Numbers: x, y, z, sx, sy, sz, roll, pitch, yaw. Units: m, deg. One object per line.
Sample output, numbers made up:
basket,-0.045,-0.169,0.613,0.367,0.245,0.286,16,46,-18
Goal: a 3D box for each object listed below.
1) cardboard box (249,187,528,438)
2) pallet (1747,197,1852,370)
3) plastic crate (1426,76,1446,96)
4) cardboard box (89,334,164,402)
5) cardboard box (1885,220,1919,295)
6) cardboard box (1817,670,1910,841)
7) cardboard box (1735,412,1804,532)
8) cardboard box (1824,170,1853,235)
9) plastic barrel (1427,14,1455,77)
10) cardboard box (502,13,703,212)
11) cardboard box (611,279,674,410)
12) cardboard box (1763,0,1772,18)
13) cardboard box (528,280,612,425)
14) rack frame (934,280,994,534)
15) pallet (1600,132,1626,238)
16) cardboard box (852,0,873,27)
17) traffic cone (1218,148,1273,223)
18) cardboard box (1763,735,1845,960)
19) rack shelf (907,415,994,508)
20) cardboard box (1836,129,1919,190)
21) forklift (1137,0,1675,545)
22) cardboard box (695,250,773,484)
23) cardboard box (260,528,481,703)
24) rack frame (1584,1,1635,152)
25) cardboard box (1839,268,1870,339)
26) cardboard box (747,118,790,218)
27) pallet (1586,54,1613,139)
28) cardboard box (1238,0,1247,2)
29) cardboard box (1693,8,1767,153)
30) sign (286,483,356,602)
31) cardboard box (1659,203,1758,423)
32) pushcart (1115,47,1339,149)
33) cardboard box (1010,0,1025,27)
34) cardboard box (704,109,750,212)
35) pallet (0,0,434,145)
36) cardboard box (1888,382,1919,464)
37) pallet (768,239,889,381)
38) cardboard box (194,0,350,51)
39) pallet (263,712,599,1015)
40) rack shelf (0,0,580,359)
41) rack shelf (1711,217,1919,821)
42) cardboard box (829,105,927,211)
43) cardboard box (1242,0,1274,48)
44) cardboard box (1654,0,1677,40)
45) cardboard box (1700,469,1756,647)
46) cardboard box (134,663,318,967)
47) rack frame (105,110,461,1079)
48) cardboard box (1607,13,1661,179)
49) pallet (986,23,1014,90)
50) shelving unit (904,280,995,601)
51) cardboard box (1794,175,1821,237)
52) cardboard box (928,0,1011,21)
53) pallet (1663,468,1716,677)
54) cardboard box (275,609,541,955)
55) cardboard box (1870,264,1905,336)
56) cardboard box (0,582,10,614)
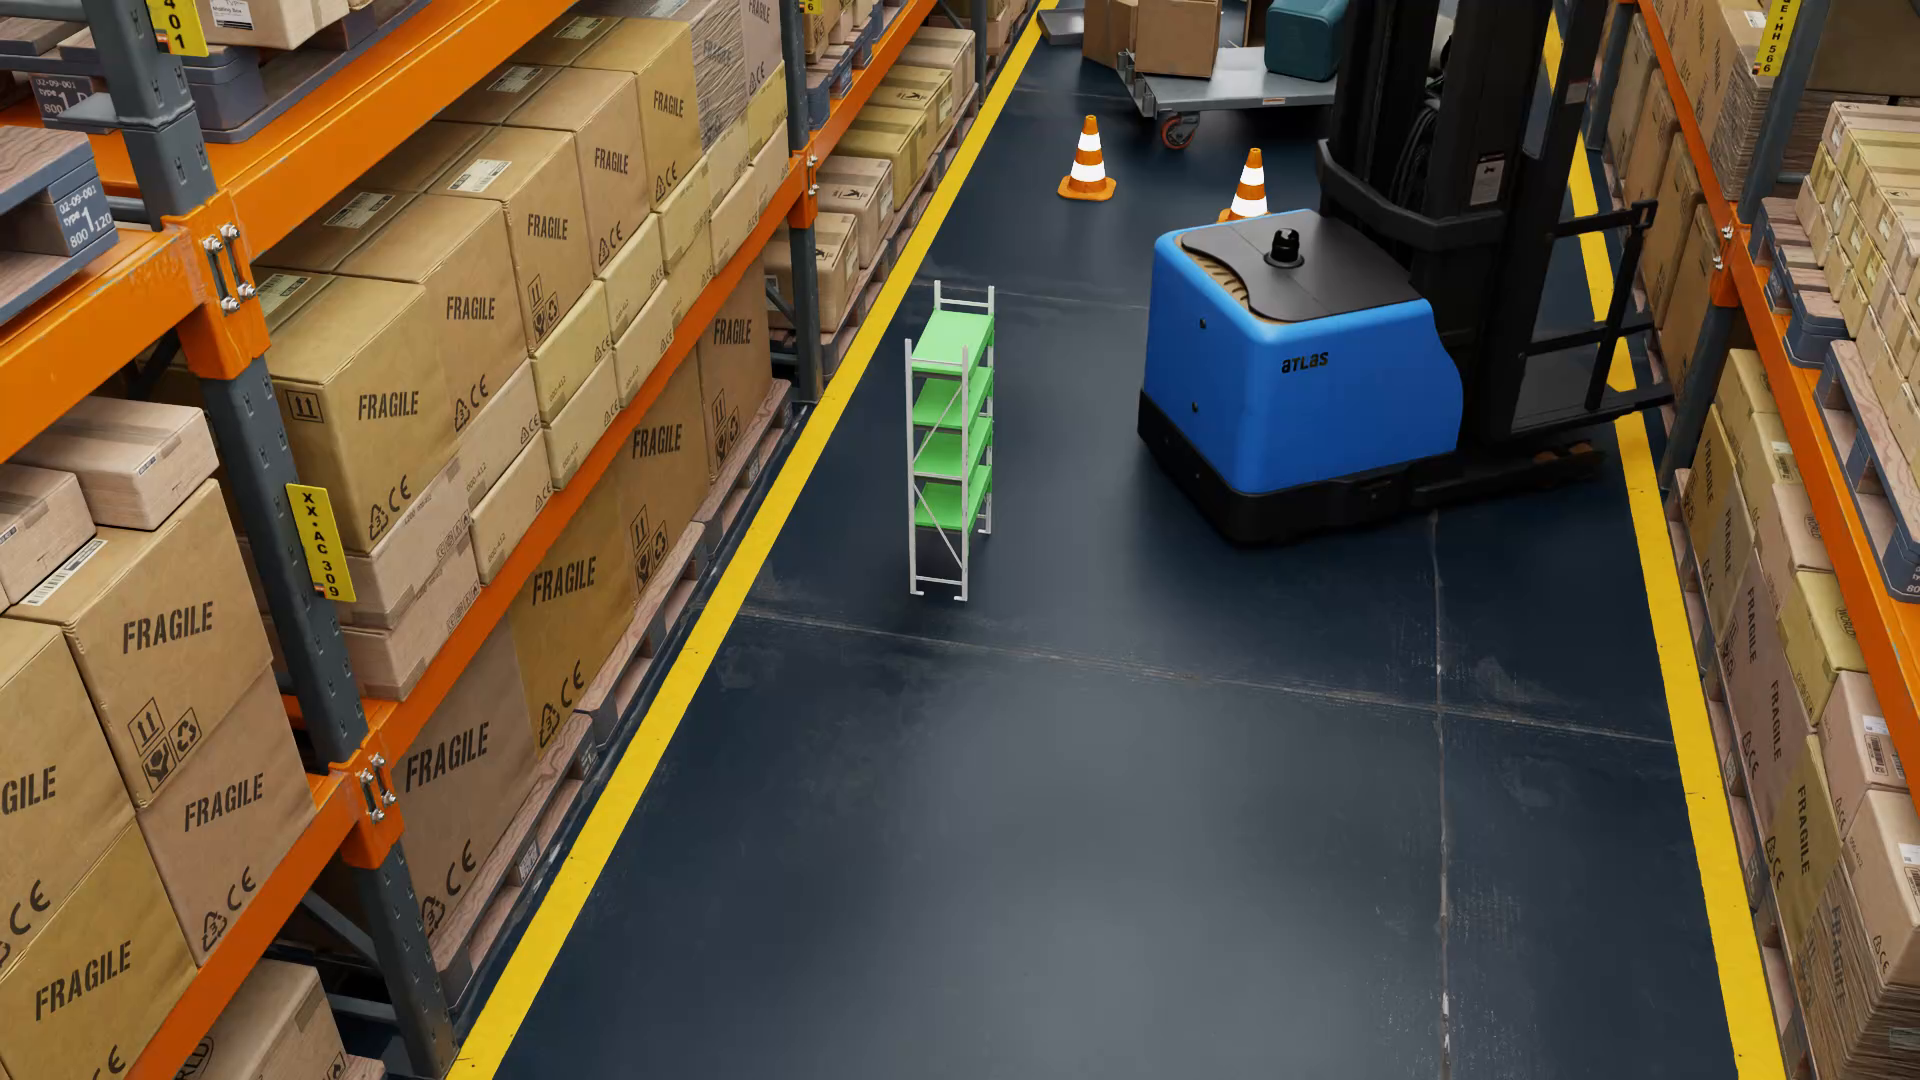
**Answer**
cardboard box,-1.574,-0.633,4.630,0.500,0.500,0.500,7,37,10
pallet,3.634,-0.907,6.109,1.213,0.211,1.003,7,37,10
plastic crate,3.293,-2.848,10.971,0.450,0.188,0.662,36,48,26
cardboard box,-2.180,-0.409,4.321,0.500,0.500,0.500,8,37,11
cardboard box,3.169,-0.874,5.249,0.380,0.149,0.250,9,37,12
cardboard box,2.862,0.673,4.898,0.500,0.250,0.500,9,37,12
cardboard box,3.190,-0.213,6.120,0.500,0.250,0.500,7,37,9
cardboard box,3.326,-1.188,5.935,0.380,0.149,0.250,9,37,12
plastic barrel,3.280,-3.499,11.718,0.421,0.421,0.512,-24,42,-30
cardboard box,-1.245,-1.506,5.835,0.500,0.500,0.500,7,37,10
cardboard box,-1.328,-0.709,5.799,0.500,0.250,0.500,7,36,9
cardboard box,3.894,-2.398,7.066,0.700,0.500,0.500,7,36,9
cardboard box,-1.443,-0.623,5.255,0.500,0.250,0.500,8,37,11
rack frame,0.017,-0.531,6.960,0.240,1.200,0.015,7,37,10
pallet,4.445,-2.119,9.994,1.003,0.211,1.213,7,37,10
cardboard box,-0.649,-2.665,8.227,0.380,0.149,0.250,8,37,10
traffic cone,1.697,-2.057,9.694,0.336,0.463,0.334,7,37,10
cardboard box,2.849,0.979,5.116,0.500,0.500,0.500,6,36,9
rack shelf,-0.035,-0.339,6.804,0.258,0.148,0.480,7,37,10
cardboard box,3.339,-1.321,5.866,0.380,0.149,0.250,6,36,9
forklift,2.407,-1.700,7.098,3.031,2.935,1.130,-12,38,-17
cardboard box,-1.404,-0.893,7.379,0.875,0.875,0.875,7,37,10
cardboard box,-1.678,0.166,4.593,0.500,0.250,0.500,6,36,9
rack frame,4.536,-3.700,9.799,1.000,3.000,0.127,7,37,10
cardboard box,3.218,-0.780,5.627,0.380,0.149,0.250,9,37,12
cardboard box,-1.030,-1.586,7.010,0.500,0.250,0.500,6,36,8
pallet,4.775,-2.997,11.205,1.003,0.211,1.213,7,37,10
cardboard box,2.227,-4.397,13.190,0.380,0.149,0.250,28,44,33
cardboard box,3.623,-2.025,7.402,0.500,0.500,0.500,7,37,10
sign,-1.488,0.010,3.875,0.100,0.325,0.005,7,37,10
cardboard box,3.900,-1.004,7.638,1.050,0.750,0.750,7,36,9
pushcart,1.917,-2.944,10.990,1.648,0.377,0.936,-5,36,-6
cardboard box,0.172,-3.931,12.103,0.500,0.250,0.500,9,37,13
cardboard box,-1.137,-1.507,6.475,0.500,0.250,0.500,6,36,9
pallet,-1.882,-1.345,4.157,0.805,0.209,1.217,6,36,8
cardboard box,3.051,-0.334,5.012,0.380,0.149,0.250,6,36,8
pallet,-1.007,-1.288,8.847,1.003,0.211,1.213,7,37,10
cardboard box,-1.581,-1.249,3.618,0.396,0.266,0.258,7,37,10
pallet,-1.939,1.001,5.689,1.003,0.211,1.213,7,37,10
rack shelf,-1.603,-1.746,5.160,1.077,0.370,4.000,7,37,10
rack shelf,3.255,0.031,5.264,1.077,0.370,4.000,7,37,10
cardboard box,-0.728,-2.256,9.688,0.950,0.372,0.625,8,37,12
cardboard box,2.440,-3.738,11.863,0.797,0.637,0.503,7,37,10
cardboard box,3.944,-2.897,8.606,0.500,0.500,0.500,7,37,10
cardboard box,3.177,0.098,6.331,0.500,0.500,0.500,8,37,11
cardboard box,-1.879,0.581,3.807,0.500,0.500,0.500,8,37,10
rack frame,-2.030,0.324,4.247,1.000,3.000,0.127,7,37,10
cardboard box,4.491,-2.592,9.829,1.050,0.750,0.750,7,37,10
pallet,-0.212,-3.523,11.931,1.003,0.211,1.213,7,37,10
shelving unit,-0.035,-0.391,6.767,0.258,1.200,0.503,7,37,10
cardboard box,3.389,-1.244,6.266,0.380,0.149,0.250,7,36,9
cardboard box,0.069,-3.927,11.459,0.500,0.500,0.500,9,37,12
pallet,3.513,0.170,6.835,1.003,0.211,1.213,7,37,10
cardboard box,-1.976,0.649,5.251,0.875,0.875,0.875,8,37,11
cardboard box,3.165,-0.747,5.327,0.380,0.149,0.250,7,37,10
cardboard box,-2.010,0.112,3.050,0.380,0.149,0.250,7,37,10
